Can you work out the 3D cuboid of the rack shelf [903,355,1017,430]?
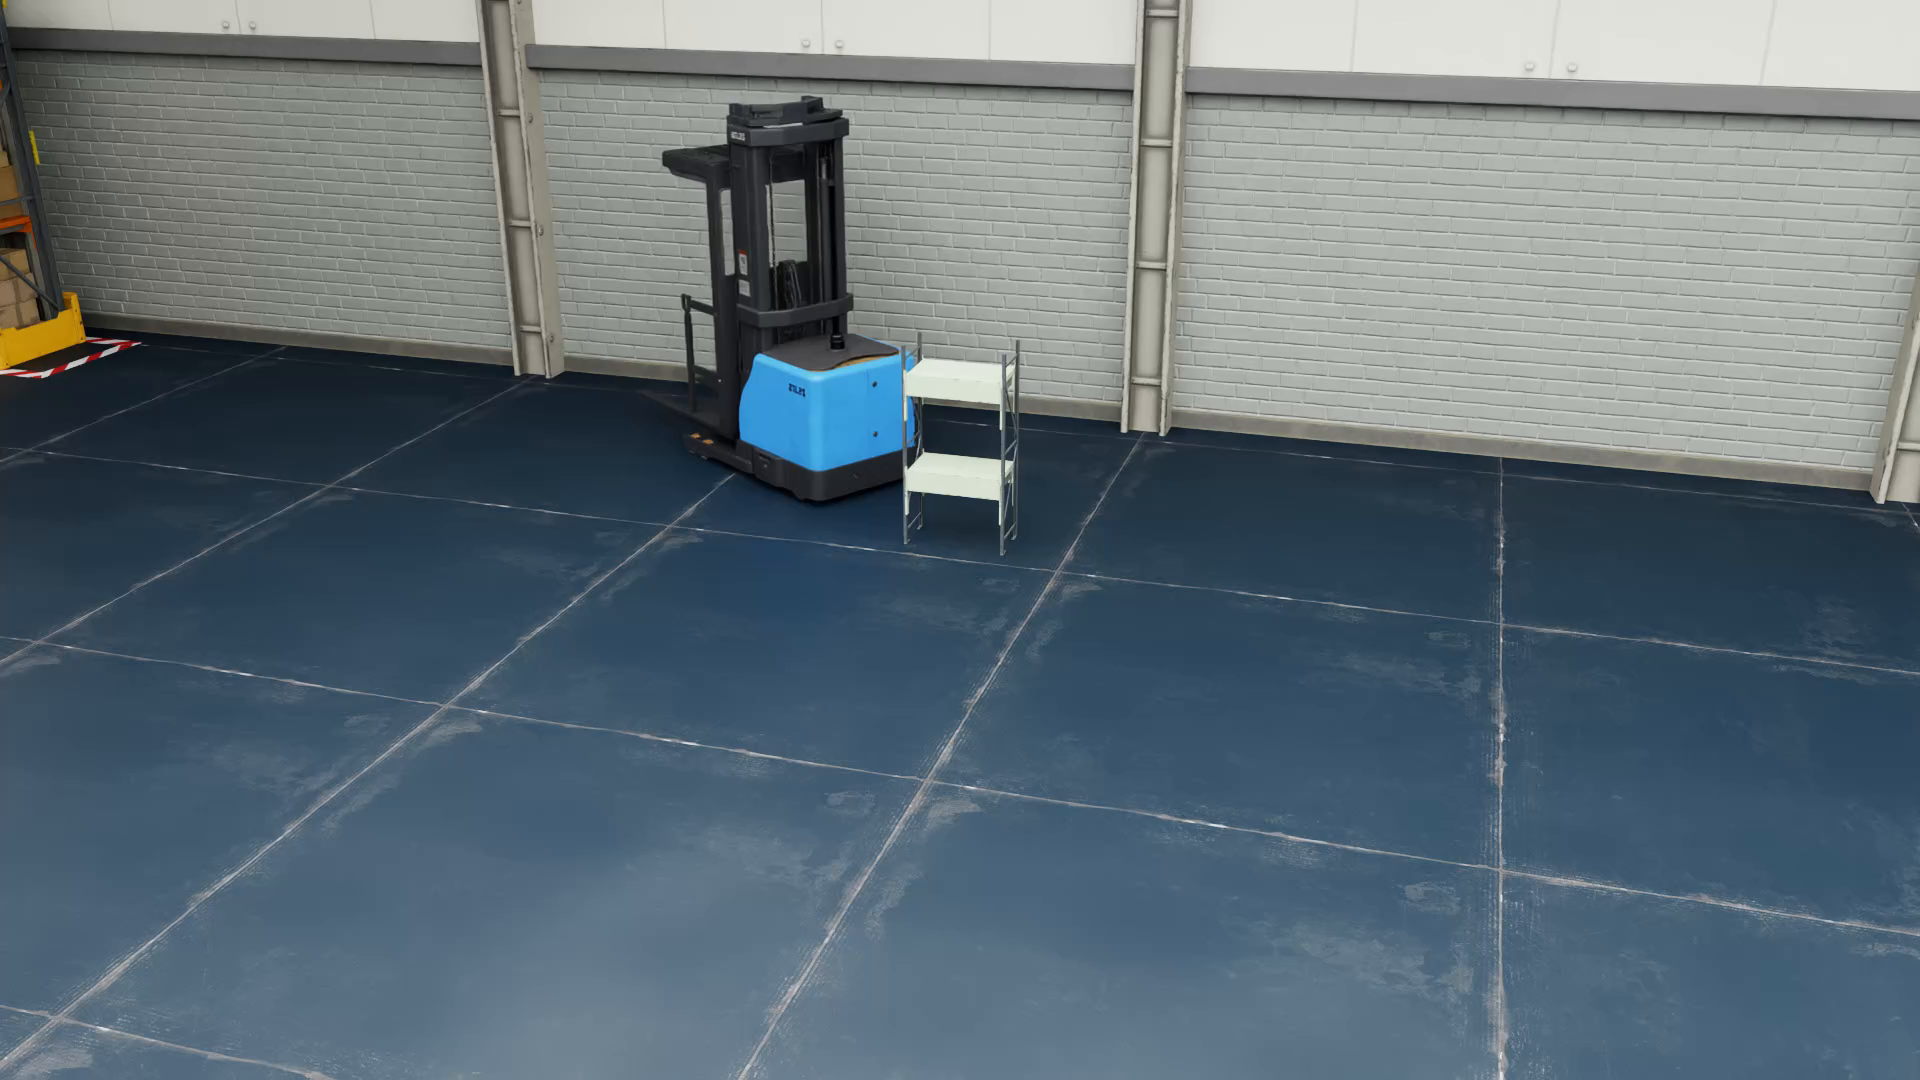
[{"bbox_3d":[0.006,-1.054,11.836,0.720,0.370,0.431,7,23,16],"label":"rack shelf"}]

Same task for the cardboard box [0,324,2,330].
[{"bbox_3d":[-9.983,-2.140,16.604,0.500,0.250,0.500,7,23,16],"label":"cardboard box"}]

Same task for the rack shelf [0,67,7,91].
[{"bbox_3d":[-11.357,-4.555,16.418,4.000,0.370,1.077,7,23,16],"label":"rack shelf"}]

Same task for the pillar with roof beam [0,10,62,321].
[{"bbox_3d":[-11.092,-4.896,12.349,0.400,9.000,9.100,7,23,16],"label":"pillar with roof beam"}]

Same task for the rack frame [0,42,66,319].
[{"bbox_3d":[-9.442,-3.281,16.317,0.127,3.000,1.000,7,23,16],"label":"rack frame"}]

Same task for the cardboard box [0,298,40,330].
[{"bbox_3d":[-9.855,-2.328,17.063,0.500,0.250,0.500,7,23,16],"label":"cardboard box"}]

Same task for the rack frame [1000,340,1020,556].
[{"bbox_3d":[0.357,-0.653,11.886,0.023,1.500,0.400,7,23,16],"label":"rack frame"}]

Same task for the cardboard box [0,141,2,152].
[{"bbox_3d":[-9.702,-3.880,16.397,0.250,0.149,0.380,6,23,14],"label":"cardboard box"}]

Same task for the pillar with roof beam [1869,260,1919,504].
[{"bbox_3d":[6.141,-2.923,7.539,0.400,9.000,9.100,7,23,16],"label":"pillar with roof beam"}]

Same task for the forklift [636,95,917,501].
[{"bbox_3d":[-1.682,-2.140,13.625,1.130,2.935,3.031,-18,28,-37],"label":"forklift"}]

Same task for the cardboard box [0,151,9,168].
[{"bbox_3d":[-9.692,-3.759,16.495,0.250,0.149,0.380,6,23,14],"label":"cardboard box"}]

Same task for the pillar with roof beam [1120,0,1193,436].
[{"bbox_3d":[0.397,-3.581,9.142,0.400,9.000,9.100,7,23,16],"label":"pillar with roof beam"}]

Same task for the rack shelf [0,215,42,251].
[{"bbox_3d":[-11.357,-3.168,16.988,4.000,0.370,1.077,7,23,16],"label":"rack shelf"}]

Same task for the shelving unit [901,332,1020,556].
[{"bbox_3d":[0.006,-0.693,11.984,0.755,1.500,0.431,7,23,16],"label":"shelving unit"}]

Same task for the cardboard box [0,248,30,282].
[{"bbox_3d":[-9.847,-2.787,16.865,0.500,0.250,0.500,6,23,15],"label":"cardboard box"}]

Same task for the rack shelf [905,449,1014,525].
[{"bbox_3d":[0.006,-0.392,12.107,0.720,0.370,0.431,7,23,16],"label":"rack shelf"}]

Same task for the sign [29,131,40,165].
[{"bbox_3d":[-9.276,-3.919,16.627,0.005,0.325,0.100,7,23,16],"label":"sign"}]

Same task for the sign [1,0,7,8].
[{"bbox_3d":[-9.276,-5.311,16.056,0.005,0.325,0.100,7,23,16],"label":"sign"}]

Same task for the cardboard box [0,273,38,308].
[{"bbox_3d":[-9.832,-2.562,16.973,0.500,0.250,0.500,7,23,16],"label":"cardboard box"}]

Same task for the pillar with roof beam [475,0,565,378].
[{"bbox_3d":[-5.347,-4.239,10.746,0.400,9.000,9.100,7,23,16],"label":"pillar with roof beam"}]

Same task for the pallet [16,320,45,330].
[{"bbox_3d":[-10.186,-2.060,17.013,1.213,0.211,1.003,7,23,16],"label":"pallet"}]

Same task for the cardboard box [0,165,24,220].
[{"bbox_3d":[-9.836,-3.483,16.676,0.500,0.500,0.500,7,23,17],"label":"cardboard box"}]

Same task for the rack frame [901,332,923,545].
[{"bbox_3d":[-0.344,-0.733,12.081,0.023,1.500,0.400,7,23,16],"label":"rack frame"}]

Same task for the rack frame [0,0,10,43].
[{"bbox_3d":[-9.442,-6.057,15.178,0.127,3.000,1.000,7,23,16],"label":"rack frame"}]

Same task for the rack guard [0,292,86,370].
[{"bbox_3d":[-9.419,-2.122,16.785,0.348,0.500,1.175,7,23,16],"label":"rack guard"}]
